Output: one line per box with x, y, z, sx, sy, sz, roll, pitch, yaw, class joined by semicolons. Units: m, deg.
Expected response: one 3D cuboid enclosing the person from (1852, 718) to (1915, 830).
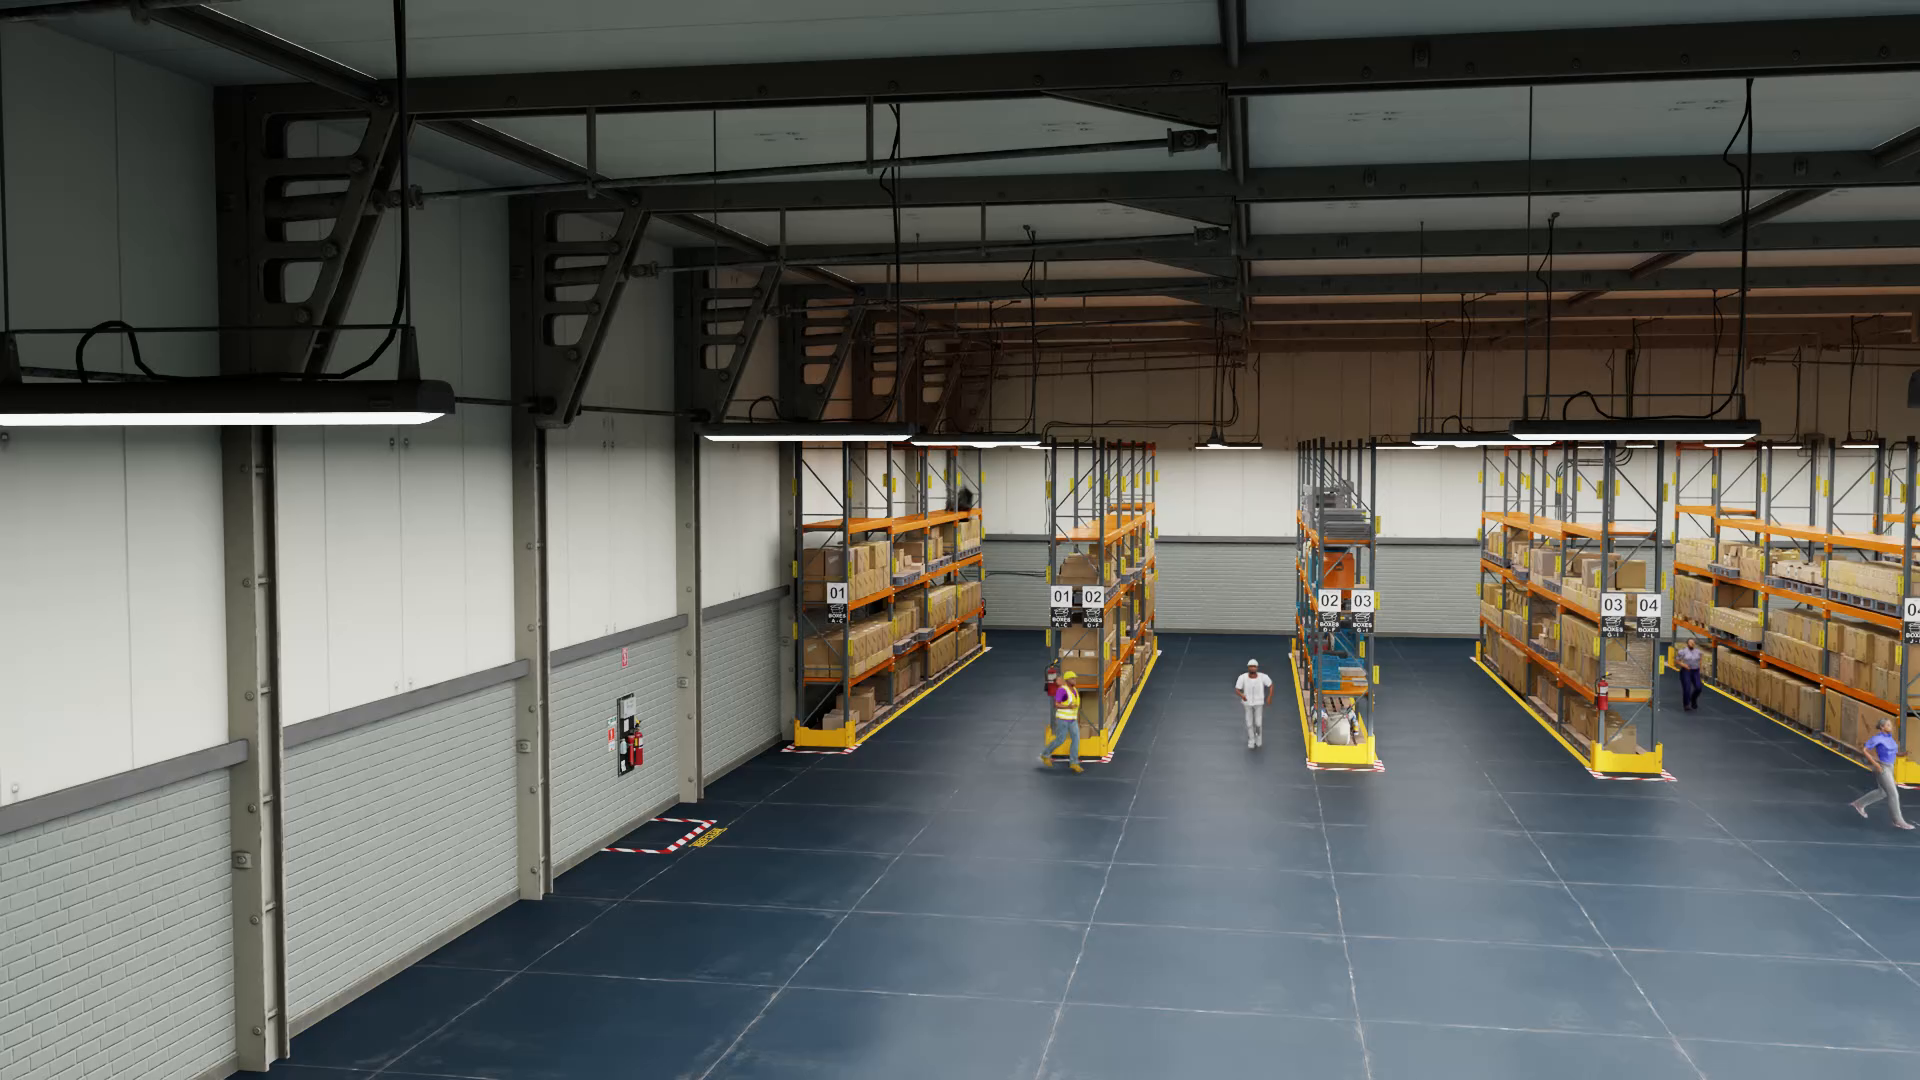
14.105;3.530;25.398;0.579;1.637;0.941;-3;4;-41;person

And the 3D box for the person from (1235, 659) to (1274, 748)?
5.652;3.155;31.952;0.727;1.723;0.591;1;3;11;person

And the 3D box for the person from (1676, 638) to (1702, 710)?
16.158;2.965;36.782;0.603;1.609;0.573;0;3;6;person

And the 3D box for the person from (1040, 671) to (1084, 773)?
1.916;3.250;29.960;0.893;1.786;0.705;3;4;41;person
